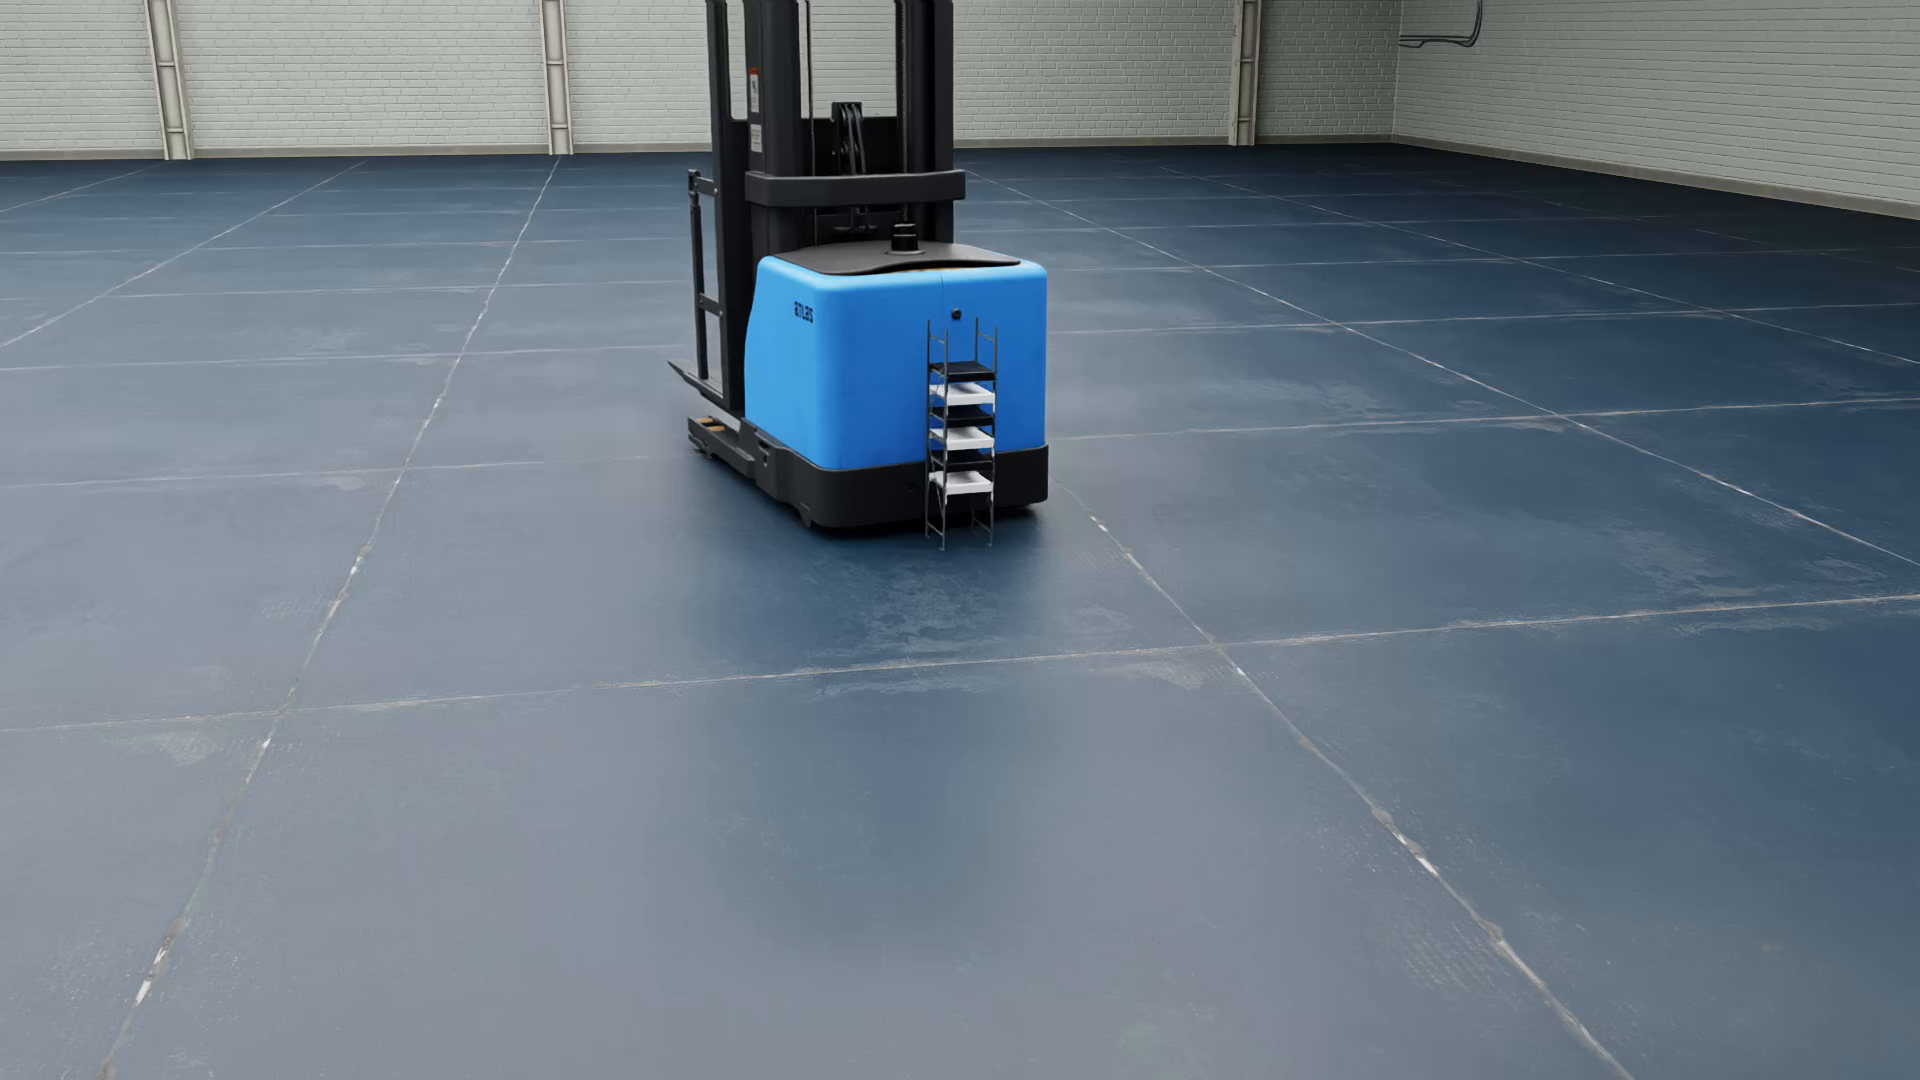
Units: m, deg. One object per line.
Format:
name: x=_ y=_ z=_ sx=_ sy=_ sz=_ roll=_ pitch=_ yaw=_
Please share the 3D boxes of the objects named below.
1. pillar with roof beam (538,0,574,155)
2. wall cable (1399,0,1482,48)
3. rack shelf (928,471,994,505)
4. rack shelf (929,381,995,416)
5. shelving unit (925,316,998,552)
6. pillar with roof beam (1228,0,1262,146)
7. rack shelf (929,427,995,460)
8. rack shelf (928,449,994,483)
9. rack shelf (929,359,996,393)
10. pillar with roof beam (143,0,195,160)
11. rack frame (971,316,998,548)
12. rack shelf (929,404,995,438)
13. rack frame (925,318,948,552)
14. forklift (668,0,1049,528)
pillar with roof beam: x=-5.876 y=-9.547 z=22.567 sx=0.400 sy=9.000 sz=9.100 roll=-3 pitch=17 yaw=-10
wall cable: x=8.233 y=-9.755 z=28.533 sx=0.112 sy=2.526 sz=3.097 roll=-3 pitch=17 yaw=-10
rack shelf: x=-0.003 y=-0.220 z=6.715 sx=0.200 sy=0.077 sz=0.258 roll=-5 pitch=18 yaw=-19
rack shelf: x=0.003 y=-0.564 z=6.611 sx=0.200 sy=0.077 sz=0.258 roll=-5 pitch=18 yaw=-19
shelving unit: x=0.000 y=-0.424 z=6.653 sx=0.210 sy=0.900 sz=0.258 roll=-5 pitch=18 yaw=-19
pillar with roof beam: x=5.906 y=-10.215 z=24.743 sx=0.400 sy=9.000 sz=9.100 roll=-3 pitch=17 yaw=-10
rack shelf: x=0.000 y=-0.392 z=6.663 sx=0.200 sy=0.077 sz=0.258 roll=-5 pitch=18 yaw=-19
rack shelf: x=-0.001 y=-0.306 z=6.689 sx=0.200 sy=0.077 sz=0.258 roll=-5 pitch=18 yaw=-19
rack shelf: x=0.004 y=-0.650 z=6.585 sx=0.200 sy=0.077 sz=0.258 roll=-5 pitch=18 yaw=-19
pillar with roof beam: x=-11.767 y=-9.212 z=21.479 sx=0.400 sy=9.000 sz=9.100 roll=-3 pitch=17 yaw=-10
rack frame: x=0.096 y=-0.432 z=6.686 sx=0.006 sy=0.900 sz=0.240 roll=-5 pitch=18 yaw=-19
rack shelf: x=0.001 y=-0.478 z=6.637 sx=0.200 sy=0.077 sz=0.258 roll=-5 pitch=18 yaw=-19
rack frame: x=-0.095 y=-0.415 z=6.620 sx=0.006 sy=0.900 sz=0.240 roll=-5 pitch=18 yaw=-19
forklift: x=-0.700 y=-1.839 z=7.807 sx=1.130 sy=2.935 sz=3.031 roll=-8 pitch=19 yaw=-24
